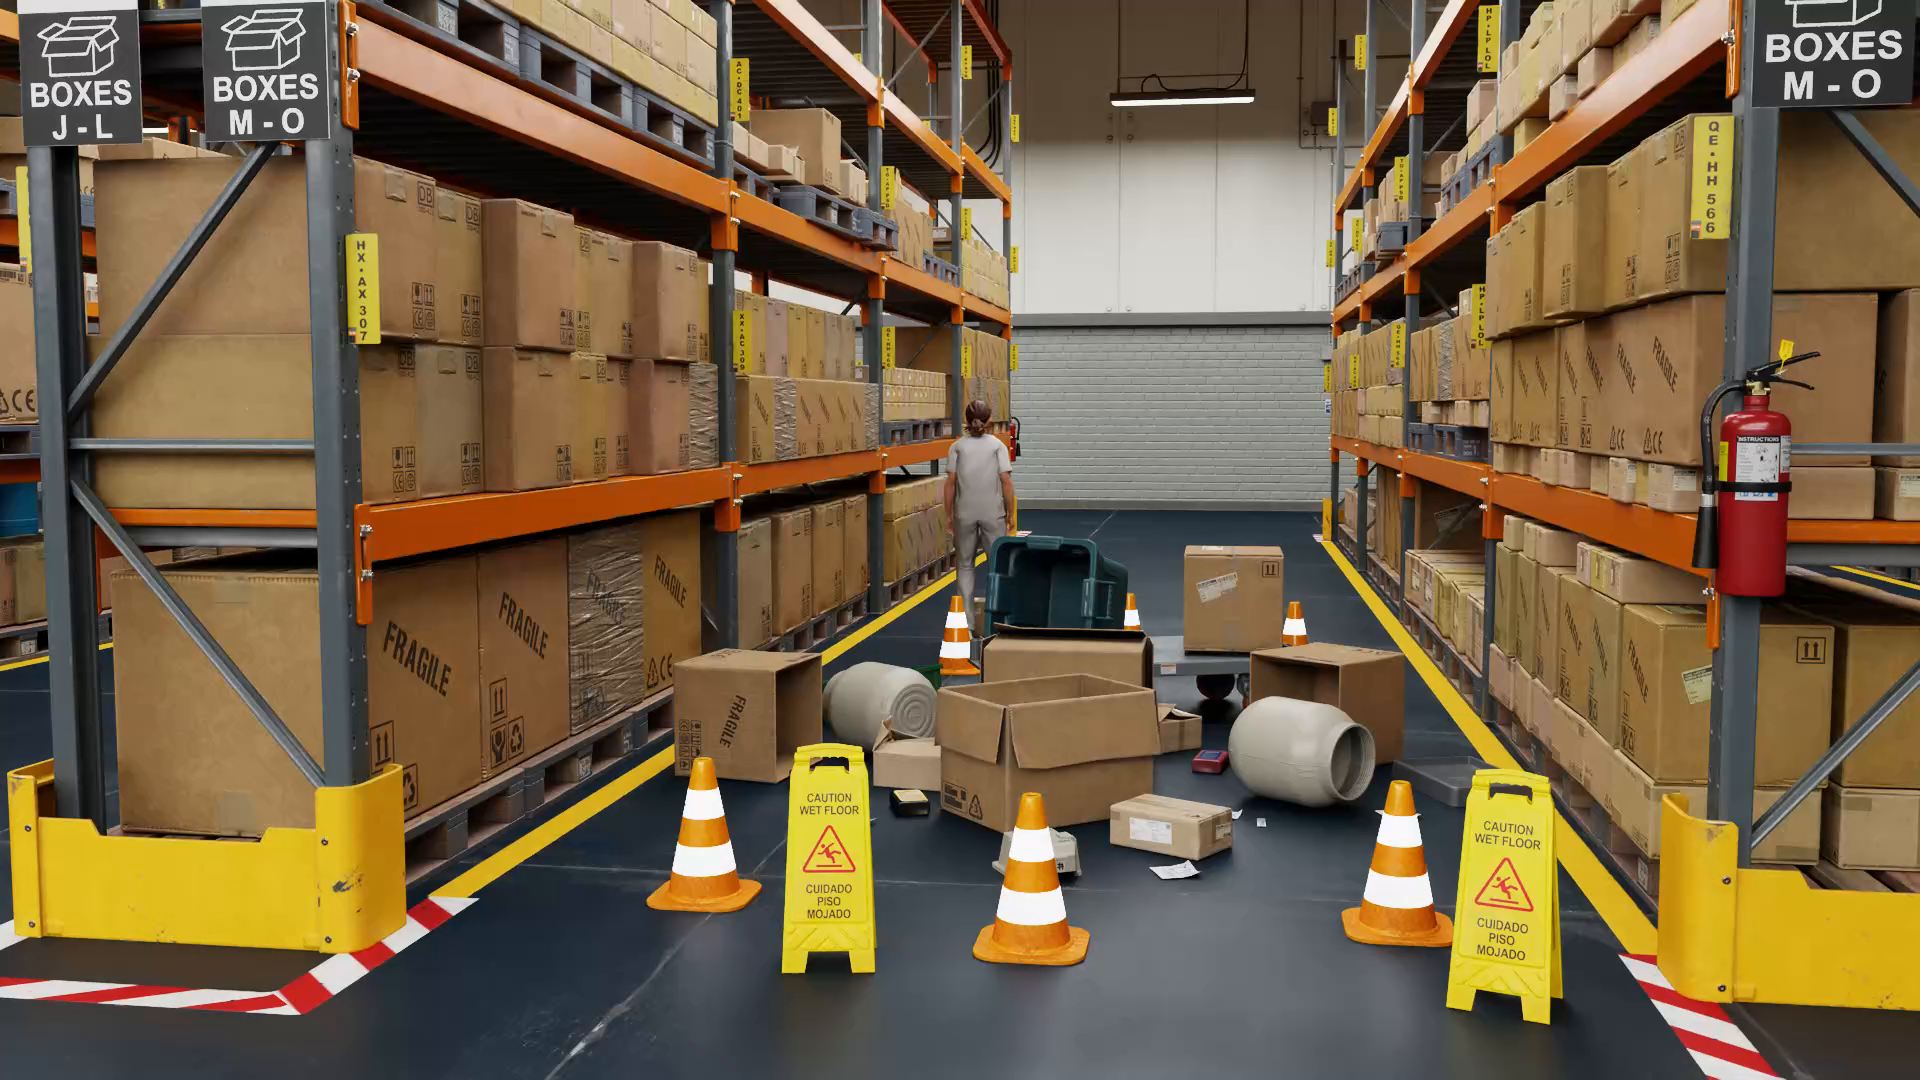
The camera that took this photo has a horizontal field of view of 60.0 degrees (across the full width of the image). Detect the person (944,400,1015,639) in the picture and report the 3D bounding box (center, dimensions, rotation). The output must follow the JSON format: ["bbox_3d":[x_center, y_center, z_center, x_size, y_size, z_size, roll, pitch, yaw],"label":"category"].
[{"bbox_3d":[0.141,-0.138,11.599,0.496,1.673,0.355,1,5,7],"label":"person"}]
